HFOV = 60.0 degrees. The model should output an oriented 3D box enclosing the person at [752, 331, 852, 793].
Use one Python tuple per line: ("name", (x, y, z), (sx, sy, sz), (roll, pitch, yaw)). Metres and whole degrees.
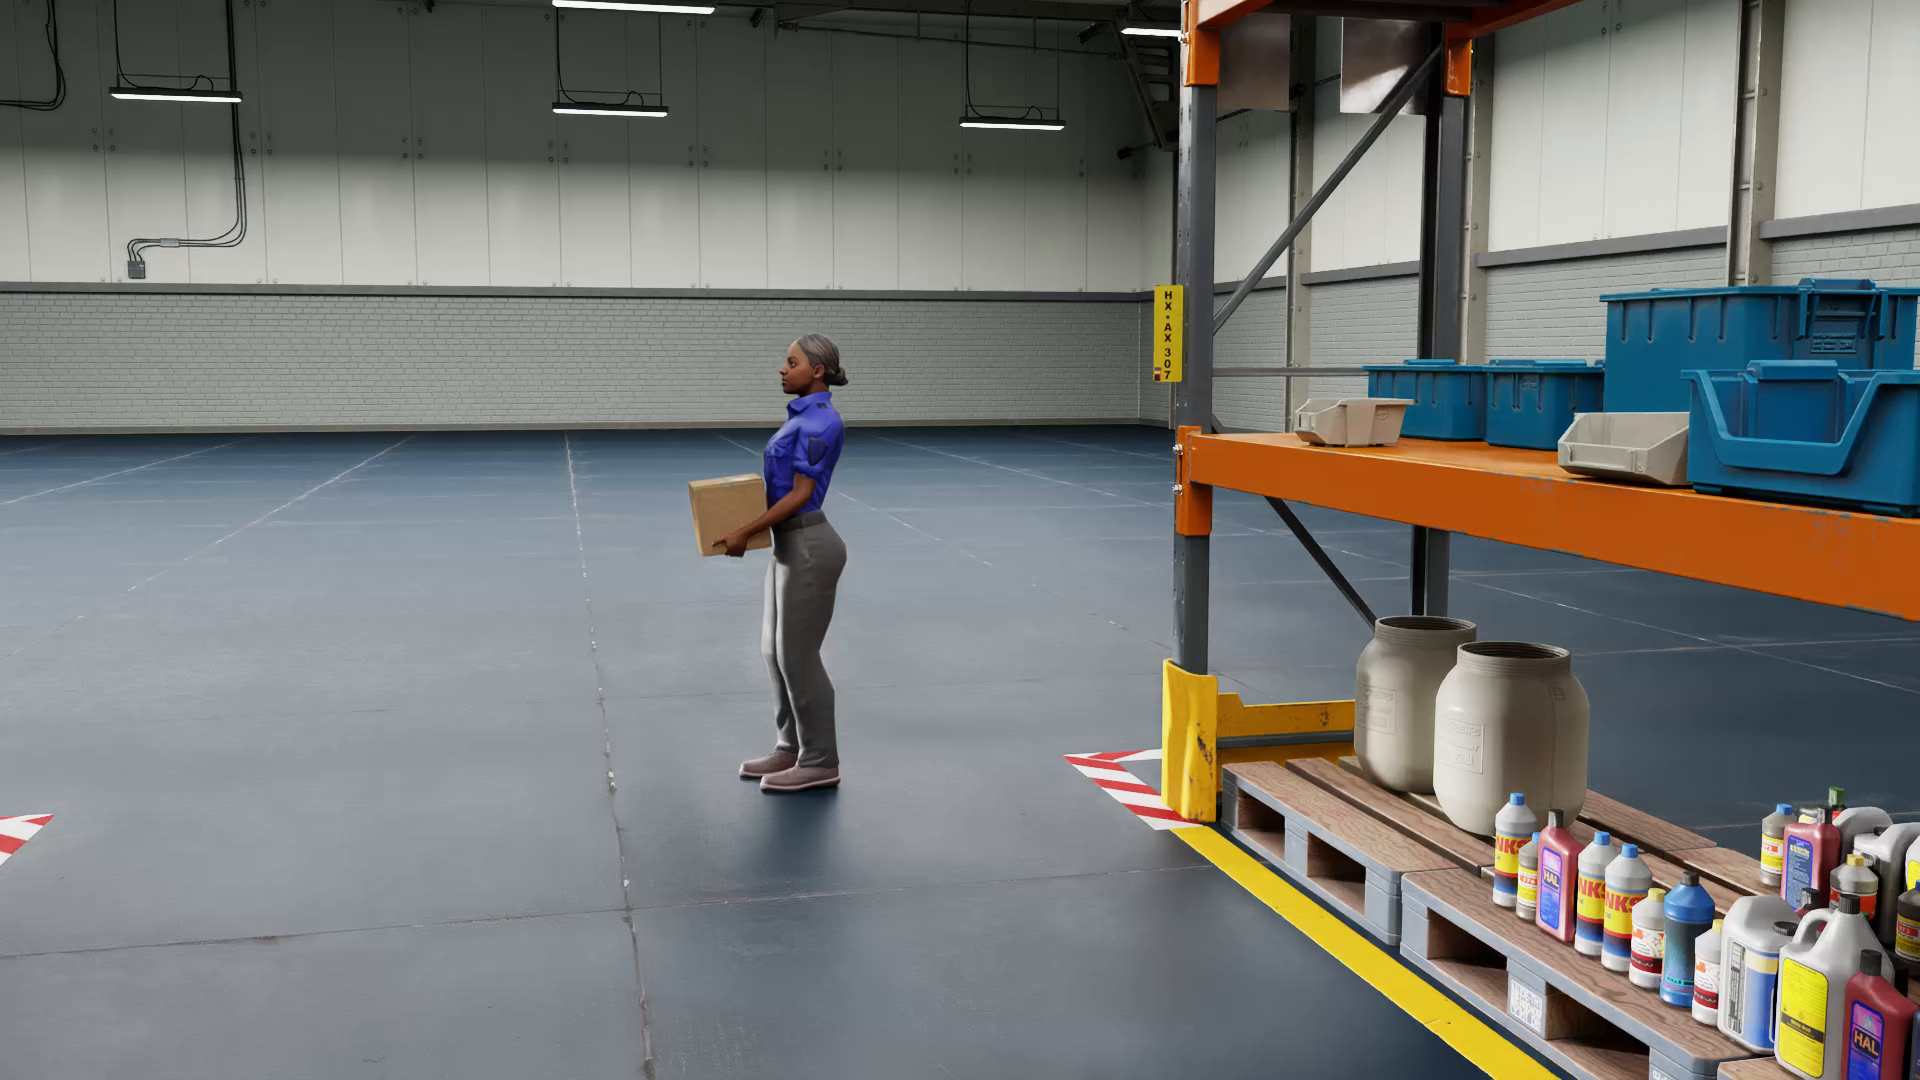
("person", (-0.585, 0.076, 6.083), (0.350, 1.638, 0.519), (-2, 7, -17))
